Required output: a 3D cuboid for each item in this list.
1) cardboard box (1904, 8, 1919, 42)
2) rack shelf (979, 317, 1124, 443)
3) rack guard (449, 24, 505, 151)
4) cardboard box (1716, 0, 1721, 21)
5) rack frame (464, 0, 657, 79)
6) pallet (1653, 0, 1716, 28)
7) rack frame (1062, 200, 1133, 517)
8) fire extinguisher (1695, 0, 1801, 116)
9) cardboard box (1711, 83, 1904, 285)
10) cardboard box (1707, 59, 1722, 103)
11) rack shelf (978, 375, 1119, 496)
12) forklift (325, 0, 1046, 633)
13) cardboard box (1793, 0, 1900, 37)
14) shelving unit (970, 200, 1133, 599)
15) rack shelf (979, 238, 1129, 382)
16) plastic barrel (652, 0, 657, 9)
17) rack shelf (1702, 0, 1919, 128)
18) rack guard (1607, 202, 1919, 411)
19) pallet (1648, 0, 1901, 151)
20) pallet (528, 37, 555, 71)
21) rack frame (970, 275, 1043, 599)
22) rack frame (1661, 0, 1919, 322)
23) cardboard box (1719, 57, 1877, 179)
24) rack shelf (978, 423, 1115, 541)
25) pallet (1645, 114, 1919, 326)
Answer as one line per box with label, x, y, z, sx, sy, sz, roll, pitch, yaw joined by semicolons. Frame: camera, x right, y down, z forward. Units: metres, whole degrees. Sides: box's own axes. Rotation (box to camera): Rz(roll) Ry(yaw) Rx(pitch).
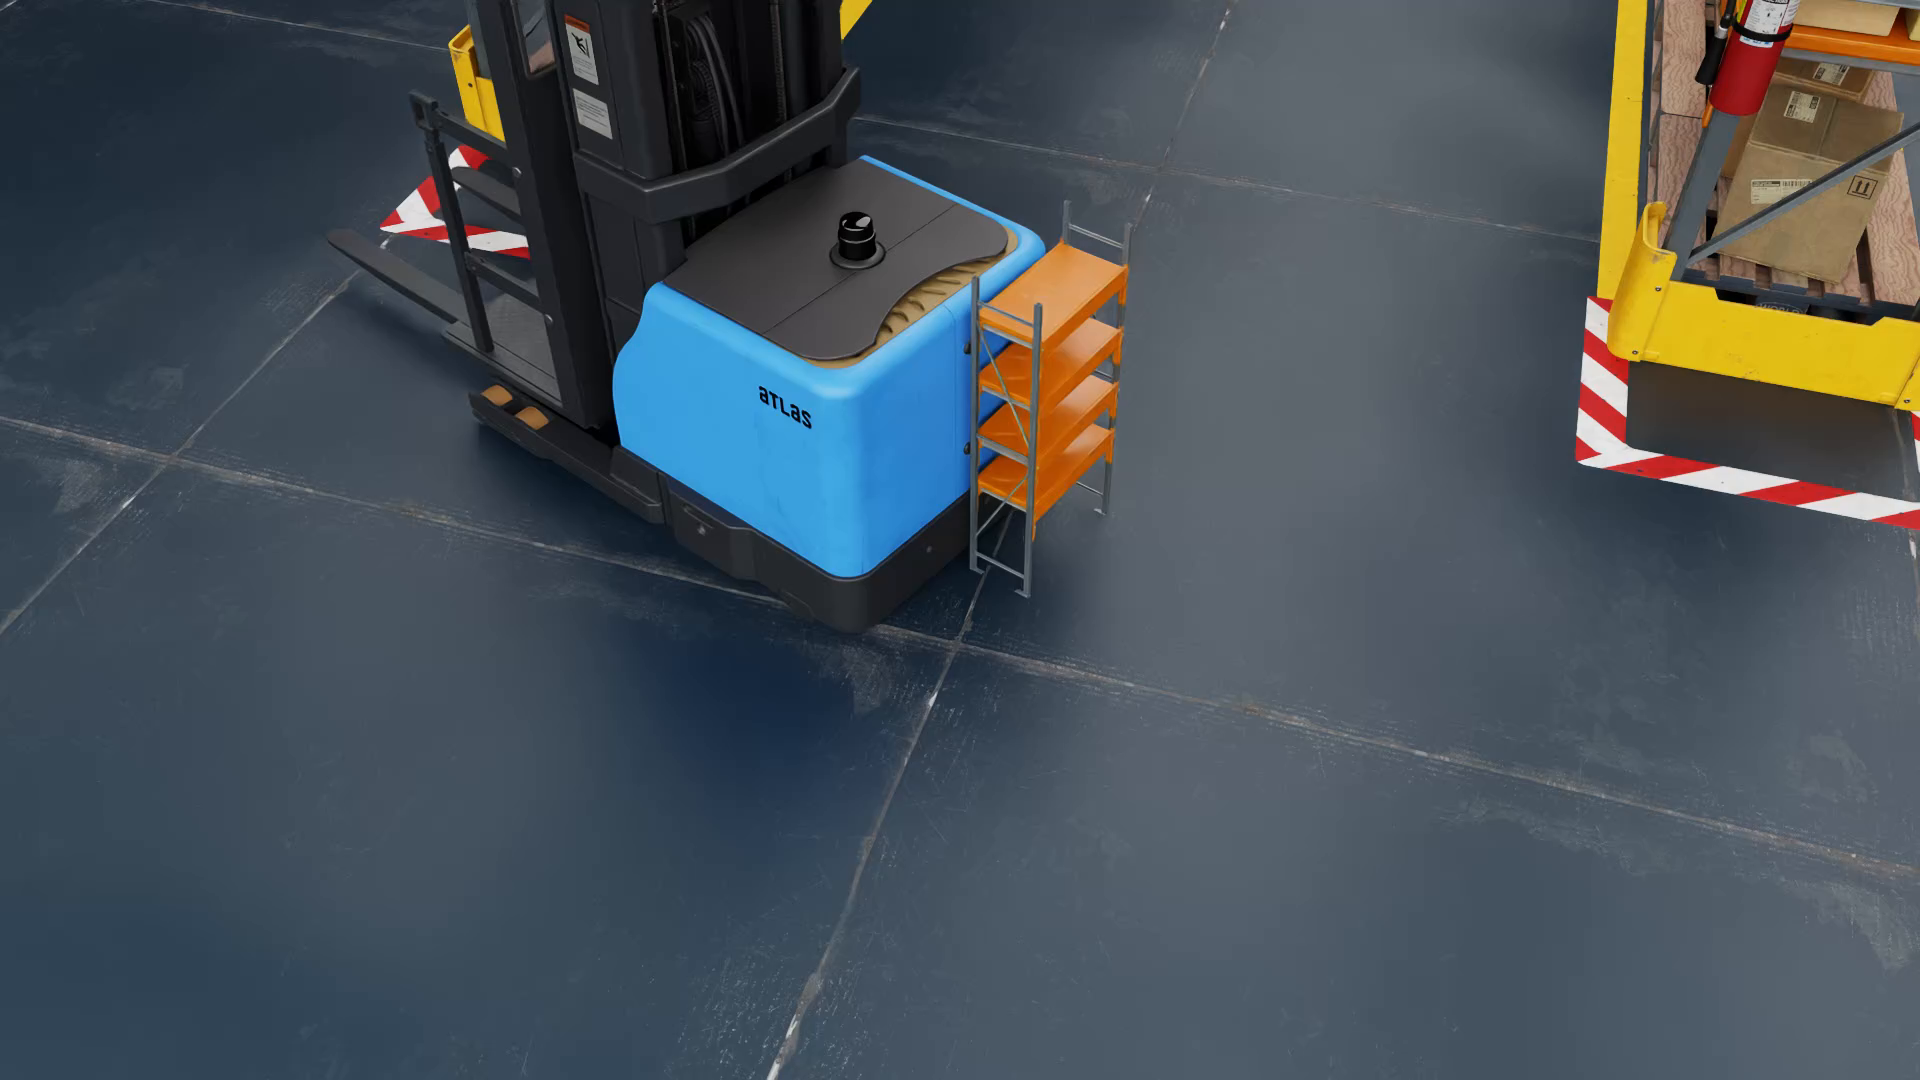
cardboard box;3.421;-1.781;5.605;0.380;0.149;0.250;13;46;13
rack shelf;0.277;-0.536;5.216;0.258;0.148;0.480;27;50;25
rack guard;-1.635;-1.947;7.383;1.175;0.500;0.348;13;46;13
cardboard box;3.880;-2.582;7.731;0.500;0.500;0.500;9;45;9
rack frame;-1.613;-2.780;6.446;1.000;3.000;0.127;13;46;13
pallet;4.149;-2.945;8.609;1.003;0.211;1.213;13;46;13
rack frame;0.419;-0.563;5.467;0.240;1.200;0.015;27;50;25
fire extinguisher;2.633;-1.725;5.423;0.296;0.674;0.183;13;46;13
cardboard box;3.312;-1.400;6.523;0.500;0.500;0.500;21;48;20
cardboard box;3.668;-2.219;7.360;0.500;0.500;0.500;17;47;16
rack shelf;0.277;-0.376;5.373;0.258;0.148;0.480;27;50;25
forklift;-1.173;-1.623;5.313;3.031;2.935;1.130;30;52;27
cardboard box;2.997;-1.875;5.701;0.380;0.149;0.250;13;46;13
shelving unit;0.277;-0.424;5.325;0.258;1.200;0.503;27;50;25
rack shelf;0.277;-0.705;5.051;0.258;0.148;0.480;27;50;25
plastic barrel;-1.487;-2.496;7.634;0.421;0.512;0.421;0;44;0
rack shelf;3.713;-2.807;6.988;1.077;0.370;4.000;13;46;13
rack guard;3.130;-0.888;6.300;1.175;0.500;0.348;13;46;13
pallet;3.781;-2.130;7.775;1.003;0.211;1.213;13;46;13
pallet;-1.384;-2.384;8.036;1.003;0.211;1.213;13;46;13
rack frame;0.134;-0.286;5.184;0.240;1.200;0.015;27;50;25
rack frame;3.107;-1.731;5.374;1.000;3.000;0.127;13;46;13
cardboard box;3.460;-1.806;6.938;0.500;0.500;0.500;24;49;23
rack shelf;0.277;-0.234;5.511;0.258;0.148;0.480;27;50;25
pallet;3.410;-1.319;6.947;1.003;0.211;1.213;13;46;13
